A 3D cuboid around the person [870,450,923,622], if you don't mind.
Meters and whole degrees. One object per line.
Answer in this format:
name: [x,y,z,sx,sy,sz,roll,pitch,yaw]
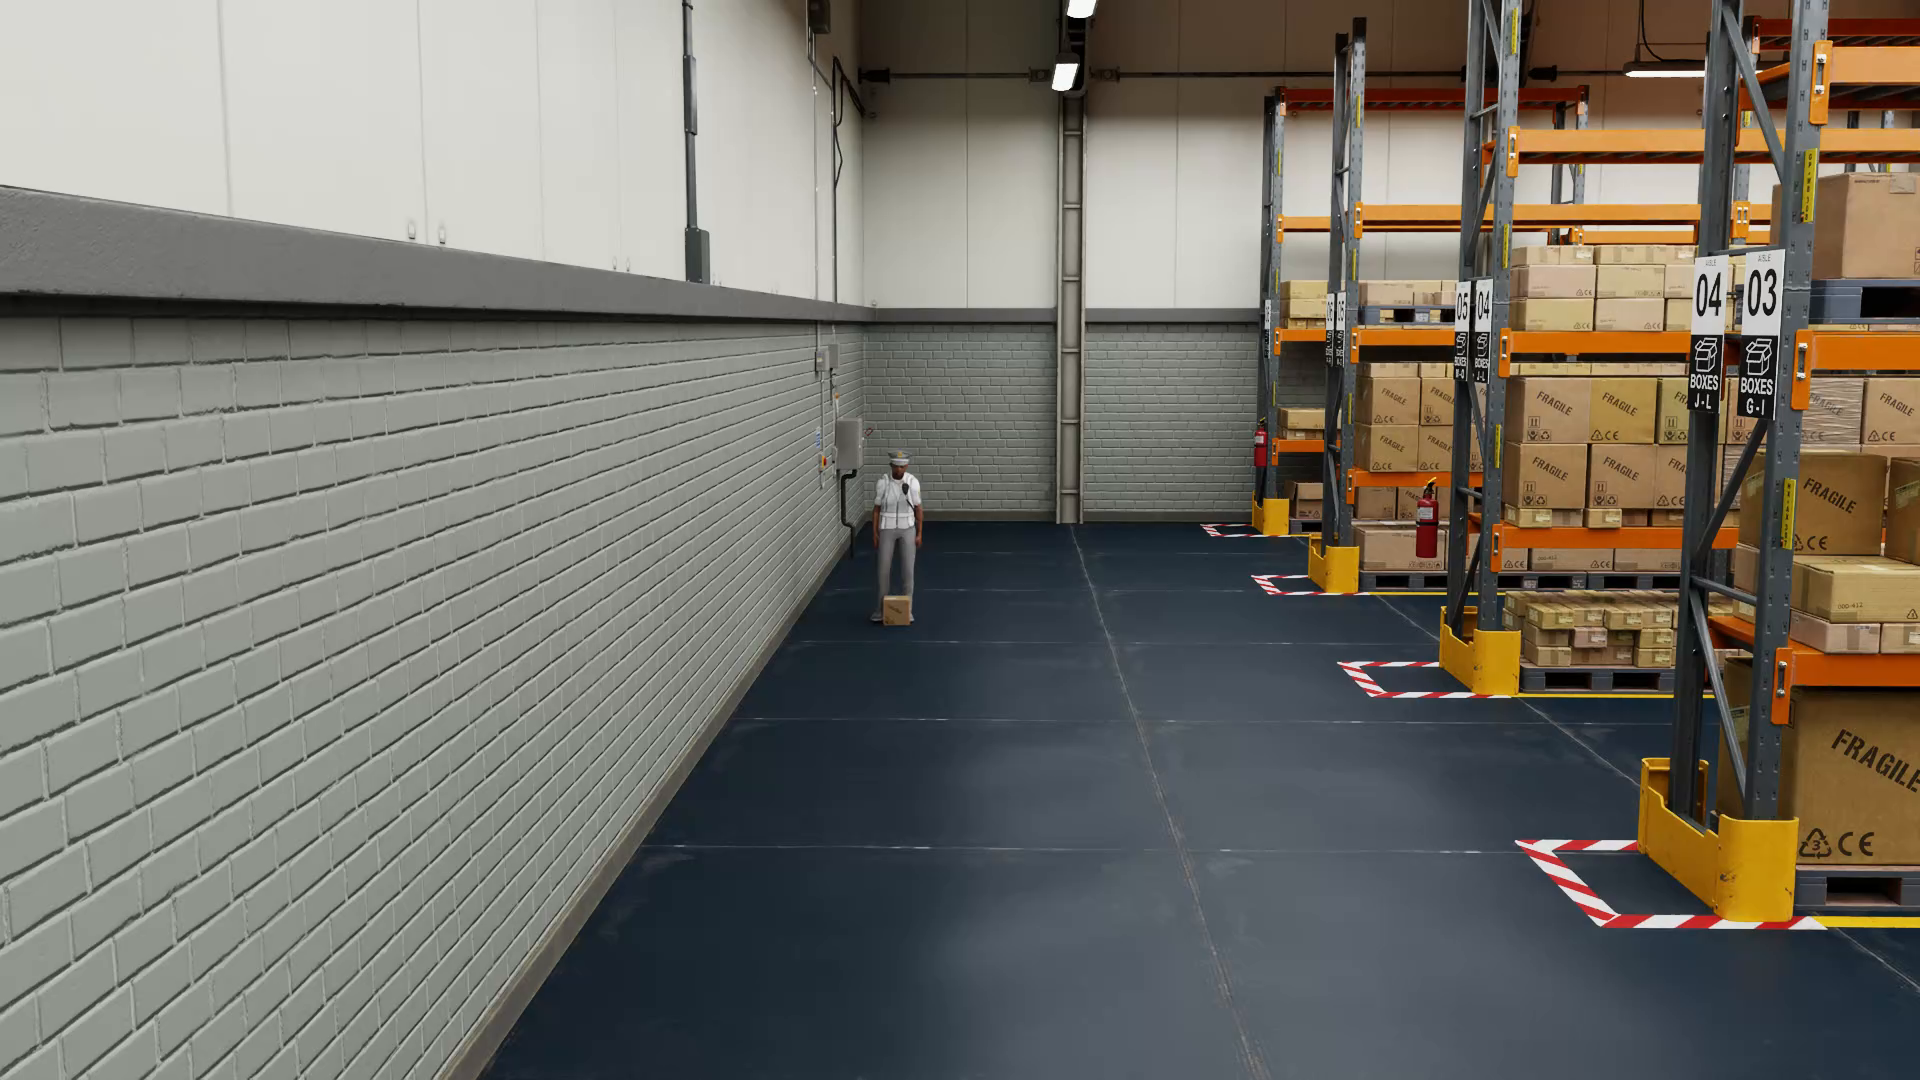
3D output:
person: [-0.618,-0.046,16.150,0.513,1.656,0.426,0,7,-1]
